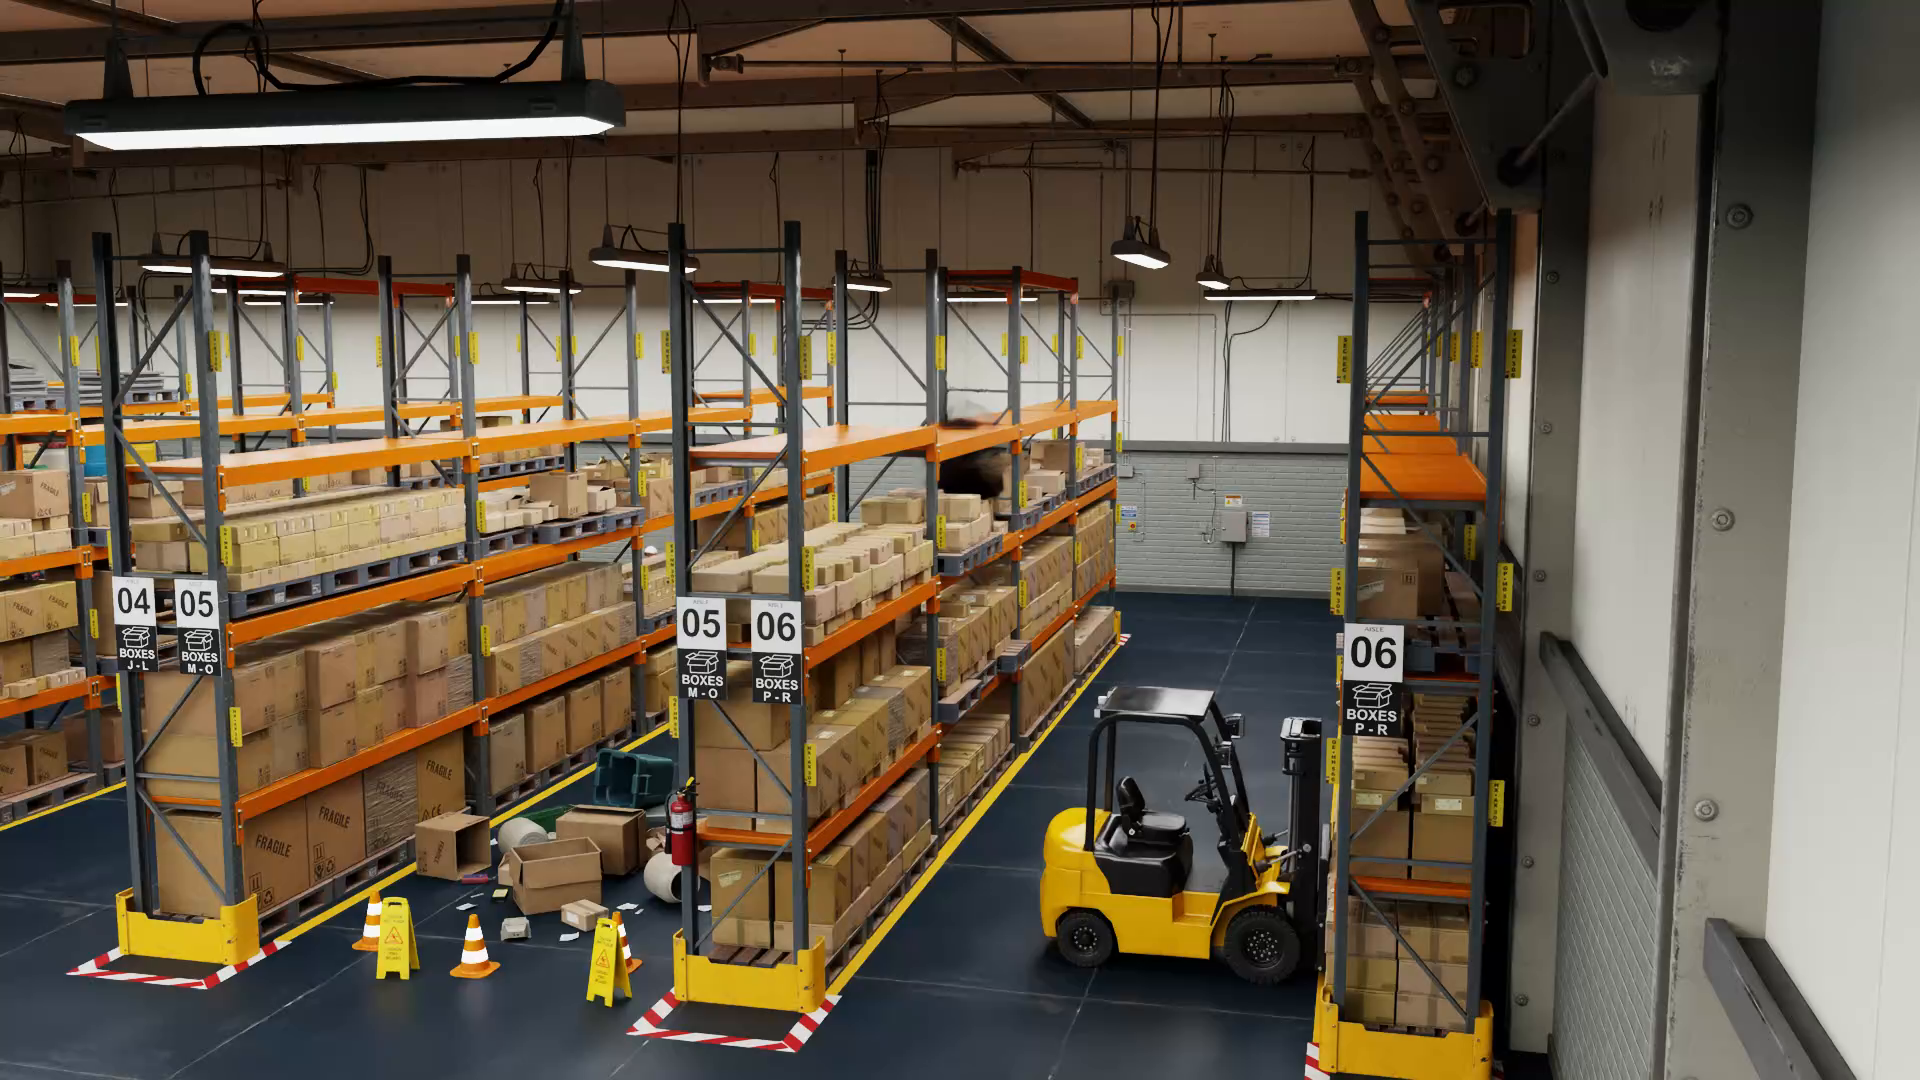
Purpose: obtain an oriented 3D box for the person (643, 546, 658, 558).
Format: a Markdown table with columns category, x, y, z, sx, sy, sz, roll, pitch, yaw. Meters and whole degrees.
| category | x | y | z | sx | sy | sz | roll | pitch | yaw |
| --- | --- | --- | --- | --- | --- | --- | --- | --- | --- |
| person | -5.076 | 0.962 | 27.457 | 0.655 | 1.731 | 0.664 | 2 | 7 | 17 |
